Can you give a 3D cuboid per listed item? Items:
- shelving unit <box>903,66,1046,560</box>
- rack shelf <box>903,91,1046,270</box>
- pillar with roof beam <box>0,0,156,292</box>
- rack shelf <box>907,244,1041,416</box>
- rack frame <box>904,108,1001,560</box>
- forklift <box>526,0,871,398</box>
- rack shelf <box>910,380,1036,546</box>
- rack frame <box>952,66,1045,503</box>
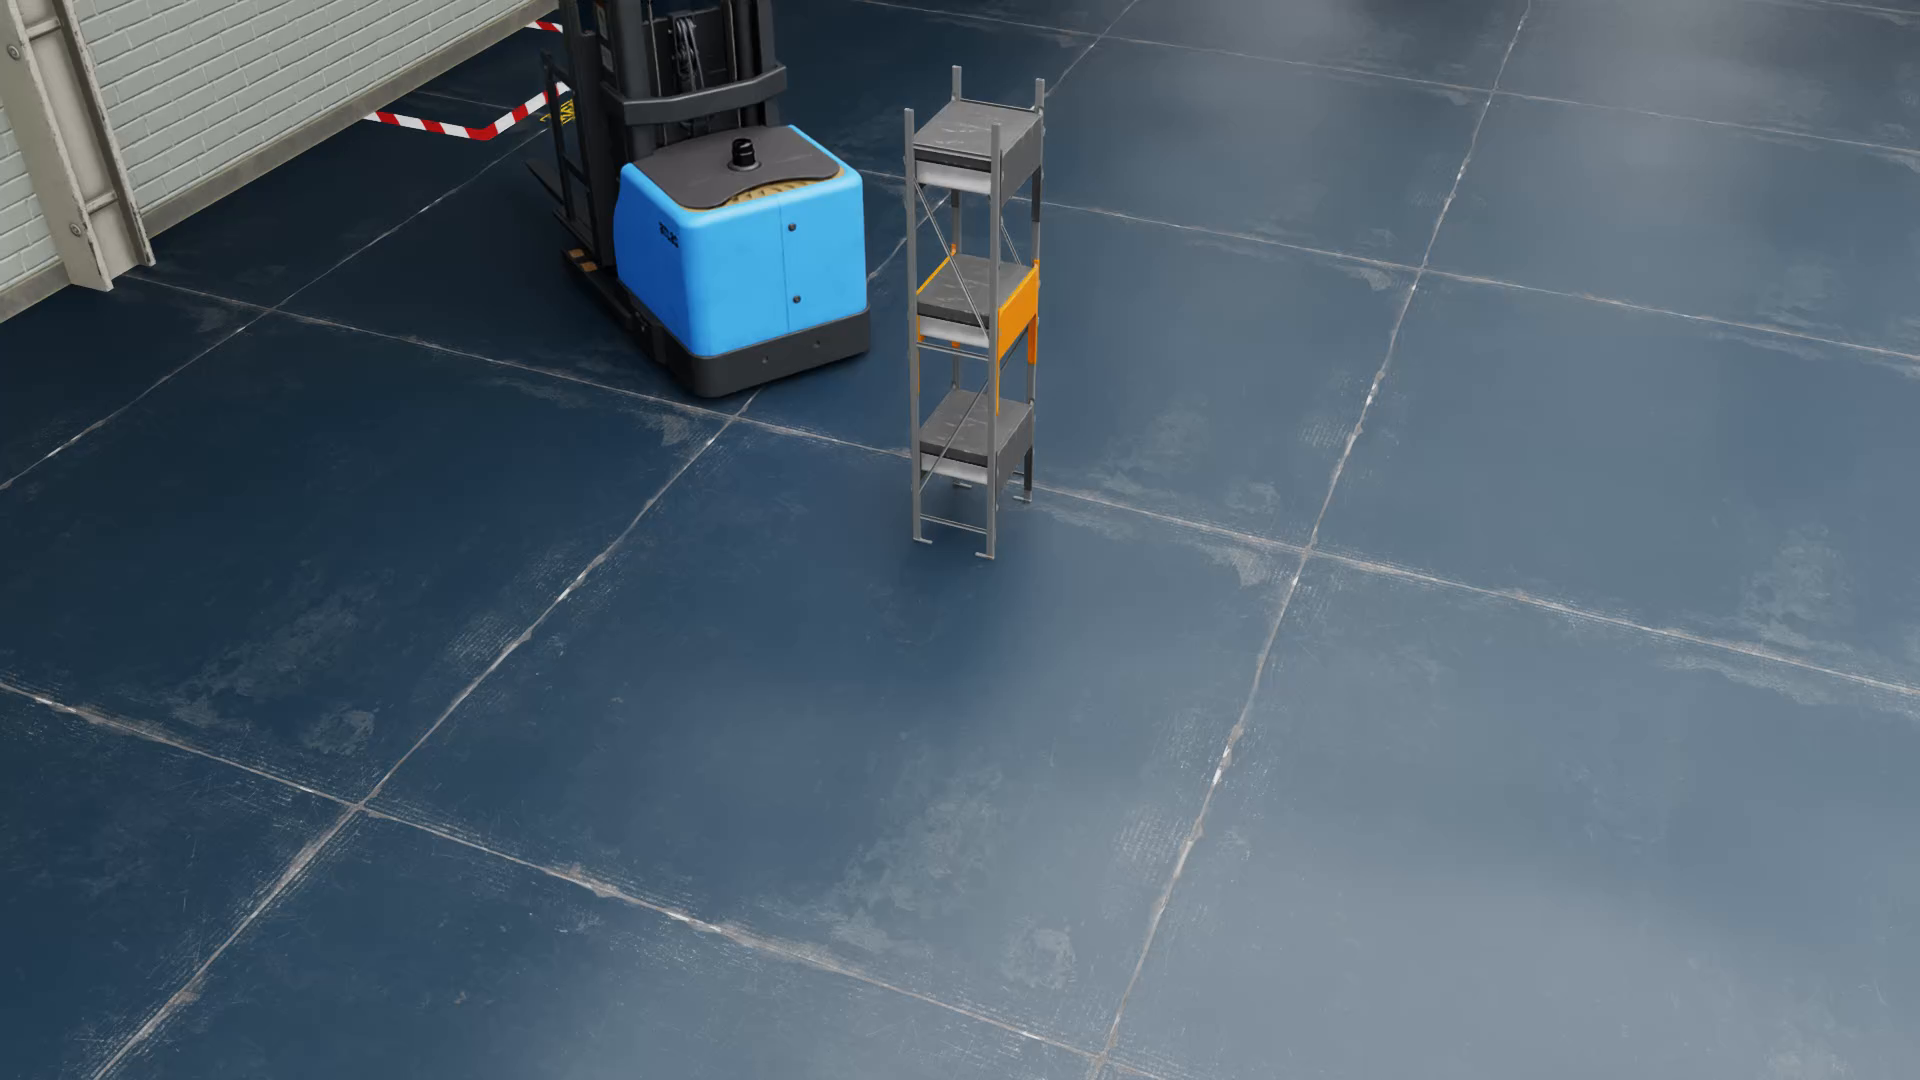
[{"bbox_3d":[0.063,-0.933,7.244,0.431,2.100,0.503,14,39,18],"label":"shelving unit"},{"bbox_3d":[0.063,-1.482,6.833,0.431,0.518,0.480,14,39,18],"label":"rack shelf"},{"bbox_3d":[-1.055,-4.214,5.872,9.100,9.000,0.400,14,39,18],"label":"pillar with roof beam"},{"bbox_3d":[0.063,-0.922,7.252,0.431,0.518,0.480,14,39,18],"label":"rack shelf"},{"bbox_3d":[-0.030,-0.798,7.063,0.400,2.100,0.015,14,39,18],"label":"rack frame"},{"bbox_3d":[-1.690,-2.763,8.999,1.130,2.935,3.031,-21,41,-25],"label":"forklift"},{"bbox_3d":[0.063,-0.361,7.671,0.431,0.518,0.480,14,39,18],"label":"rack shelf"},{"bbox_3d":[0.156,-1.068,7.425,0.400,2.100,0.015,14,39,18],"label":"rack frame"}]
